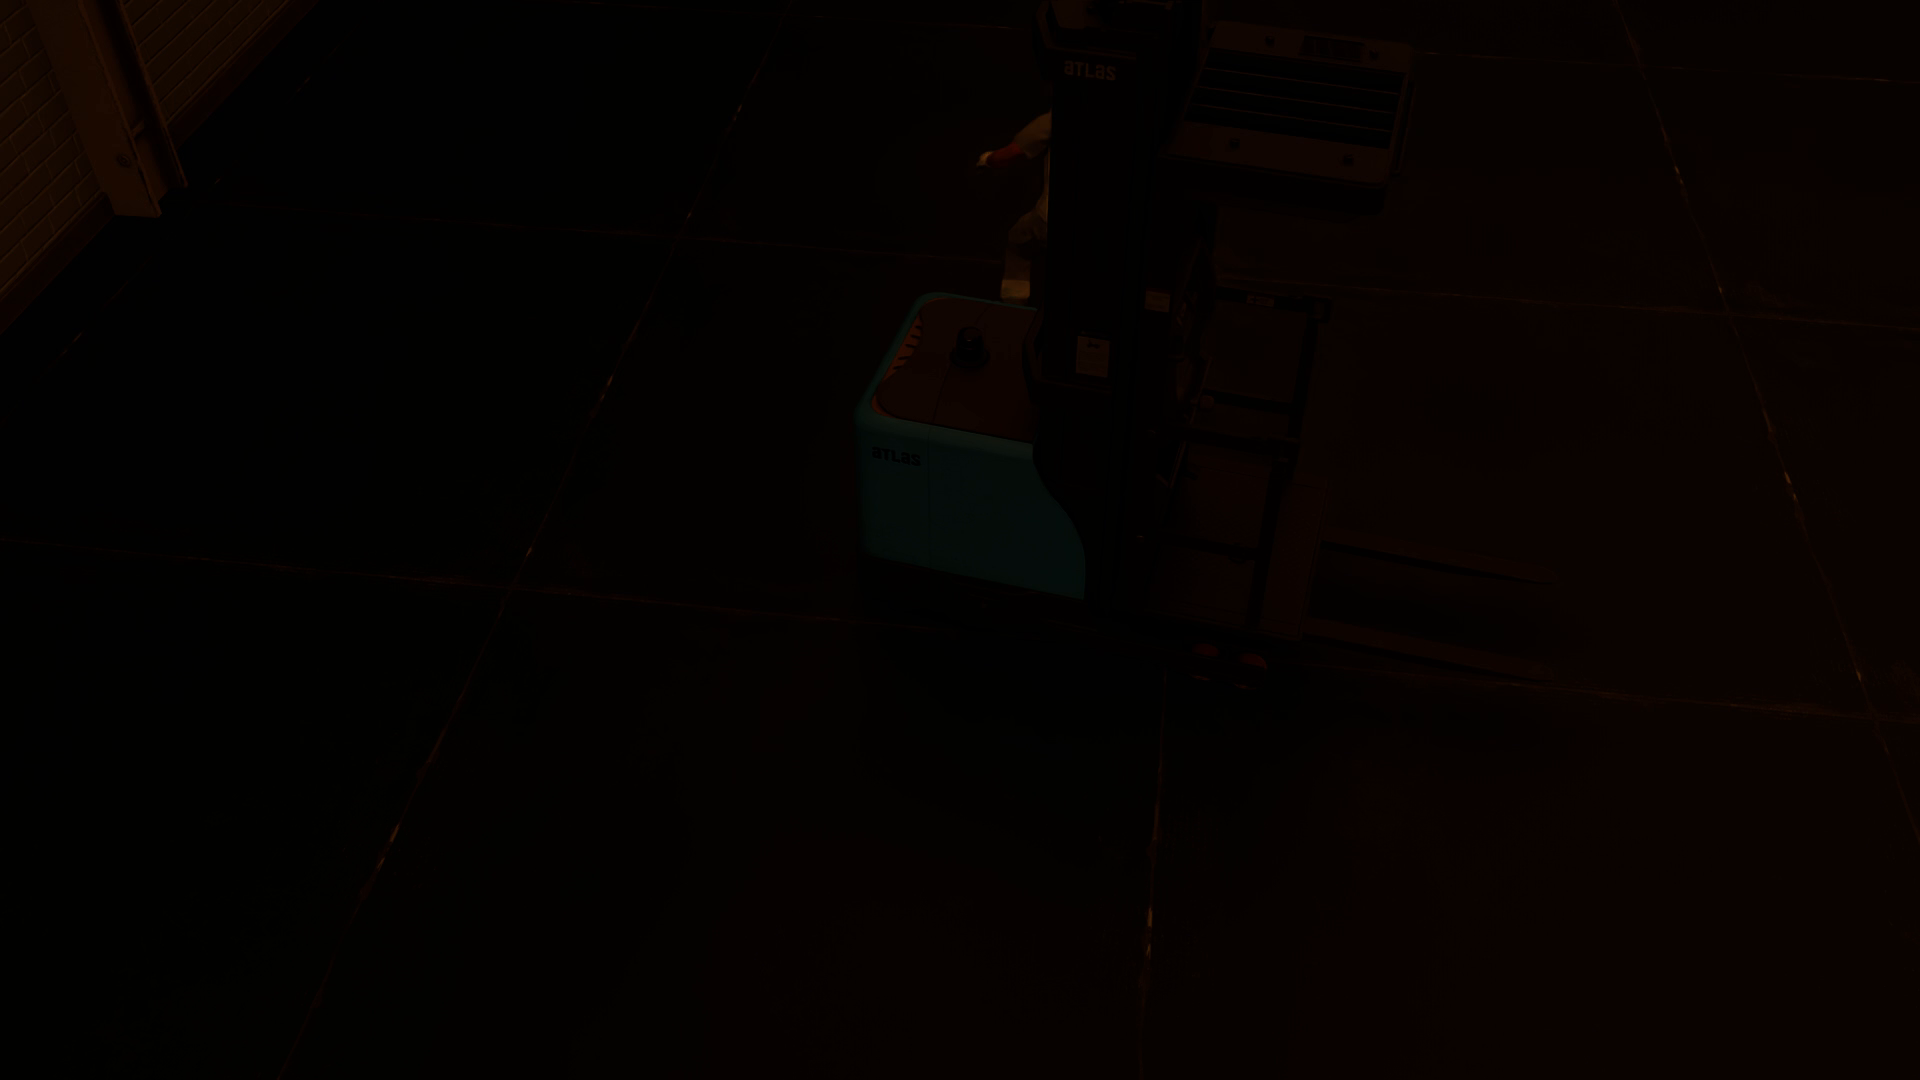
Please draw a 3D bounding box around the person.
[{"bbox_3d":[0.648,-1.706,8.636,1.086,1.719,0.587,-6,43,-6],"label":"person"}]

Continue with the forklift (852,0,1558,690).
[{"bbox_3d":[1.112,-0.836,6.635,3.031,2.935,1.130,11,44,12],"label":"forklift"}]
